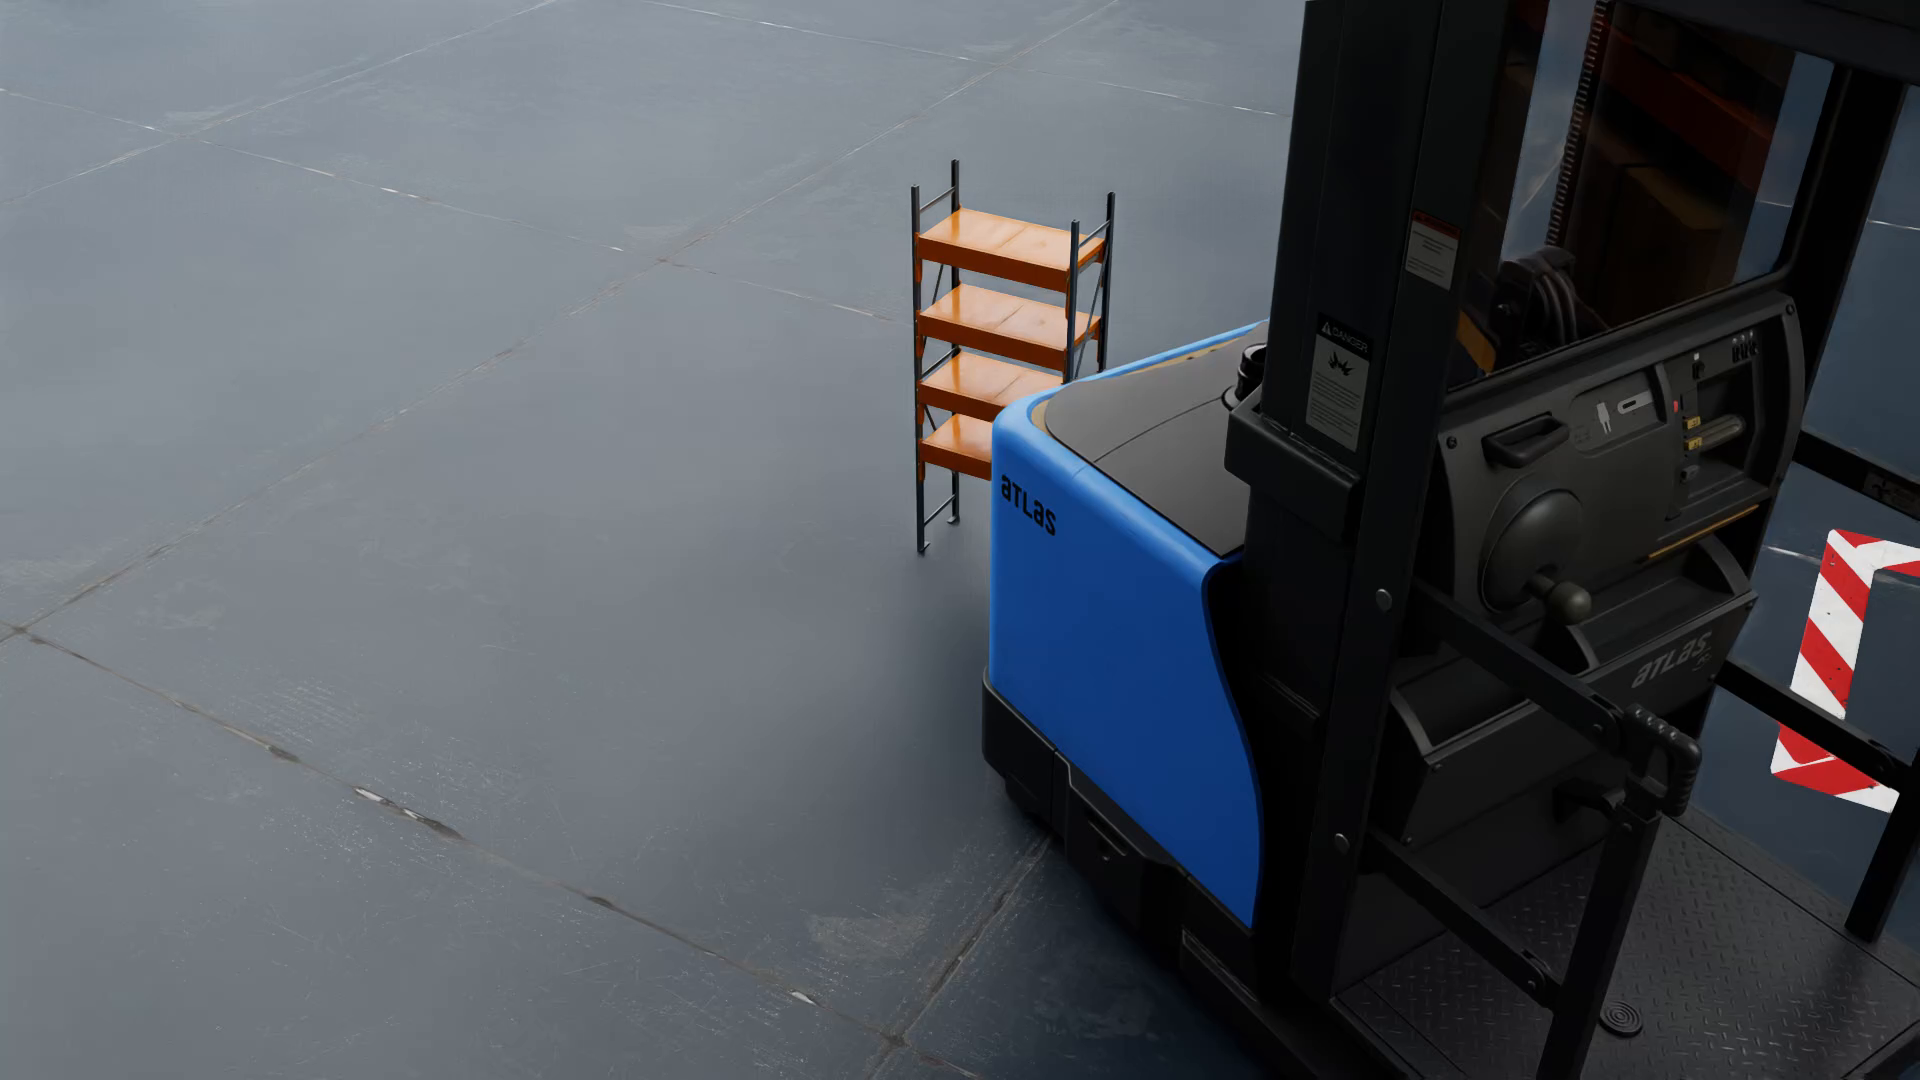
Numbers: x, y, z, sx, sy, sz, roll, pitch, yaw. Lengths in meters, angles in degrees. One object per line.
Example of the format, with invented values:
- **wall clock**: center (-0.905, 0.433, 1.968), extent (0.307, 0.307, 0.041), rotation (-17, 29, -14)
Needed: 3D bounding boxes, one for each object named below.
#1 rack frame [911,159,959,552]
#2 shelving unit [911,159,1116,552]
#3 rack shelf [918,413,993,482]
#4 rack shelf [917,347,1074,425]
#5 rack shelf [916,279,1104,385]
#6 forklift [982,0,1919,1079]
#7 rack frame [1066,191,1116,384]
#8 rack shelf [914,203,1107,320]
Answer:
- **rack frame**: center (-0.068, -0.521, 4.950), extent (0.015, 1.200, 0.240), rotation (18, 37, 24)
- **shelving unit**: center (0.144, -0.454, 4.849), extent (0.503, 1.200, 0.258), rotation (18, 37, 24)
- **rack shelf**: center (0.144, -0.233, 4.996), extent (0.480, 0.148, 0.258), rotation (18, 37, 24)
- **rack shelf**: center (0.144, -0.398, 4.886), extent (0.480, 0.148, 0.258), rotation (18, 37, 24)
- **rack shelf**: center (0.144, -0.584, 4.762), extent (0.480, 0.148, 0.258), rotation (18, 37, 24)
- **forklift**: center (1.282, -0.092, 2.743), extent (1.130, 2.935, 3.031), rotation (-20, 38, -27)
- **rack frame**: center (0.356, -0.387, 4.748), extent (0.015, 1.200, 0.240), rotation (18, 37, 24)
- **rack shelf**: center (0.144, -0.781, 4.631), extent (0.480, 0.148, 0.258), rotation (18, 37, 24)
